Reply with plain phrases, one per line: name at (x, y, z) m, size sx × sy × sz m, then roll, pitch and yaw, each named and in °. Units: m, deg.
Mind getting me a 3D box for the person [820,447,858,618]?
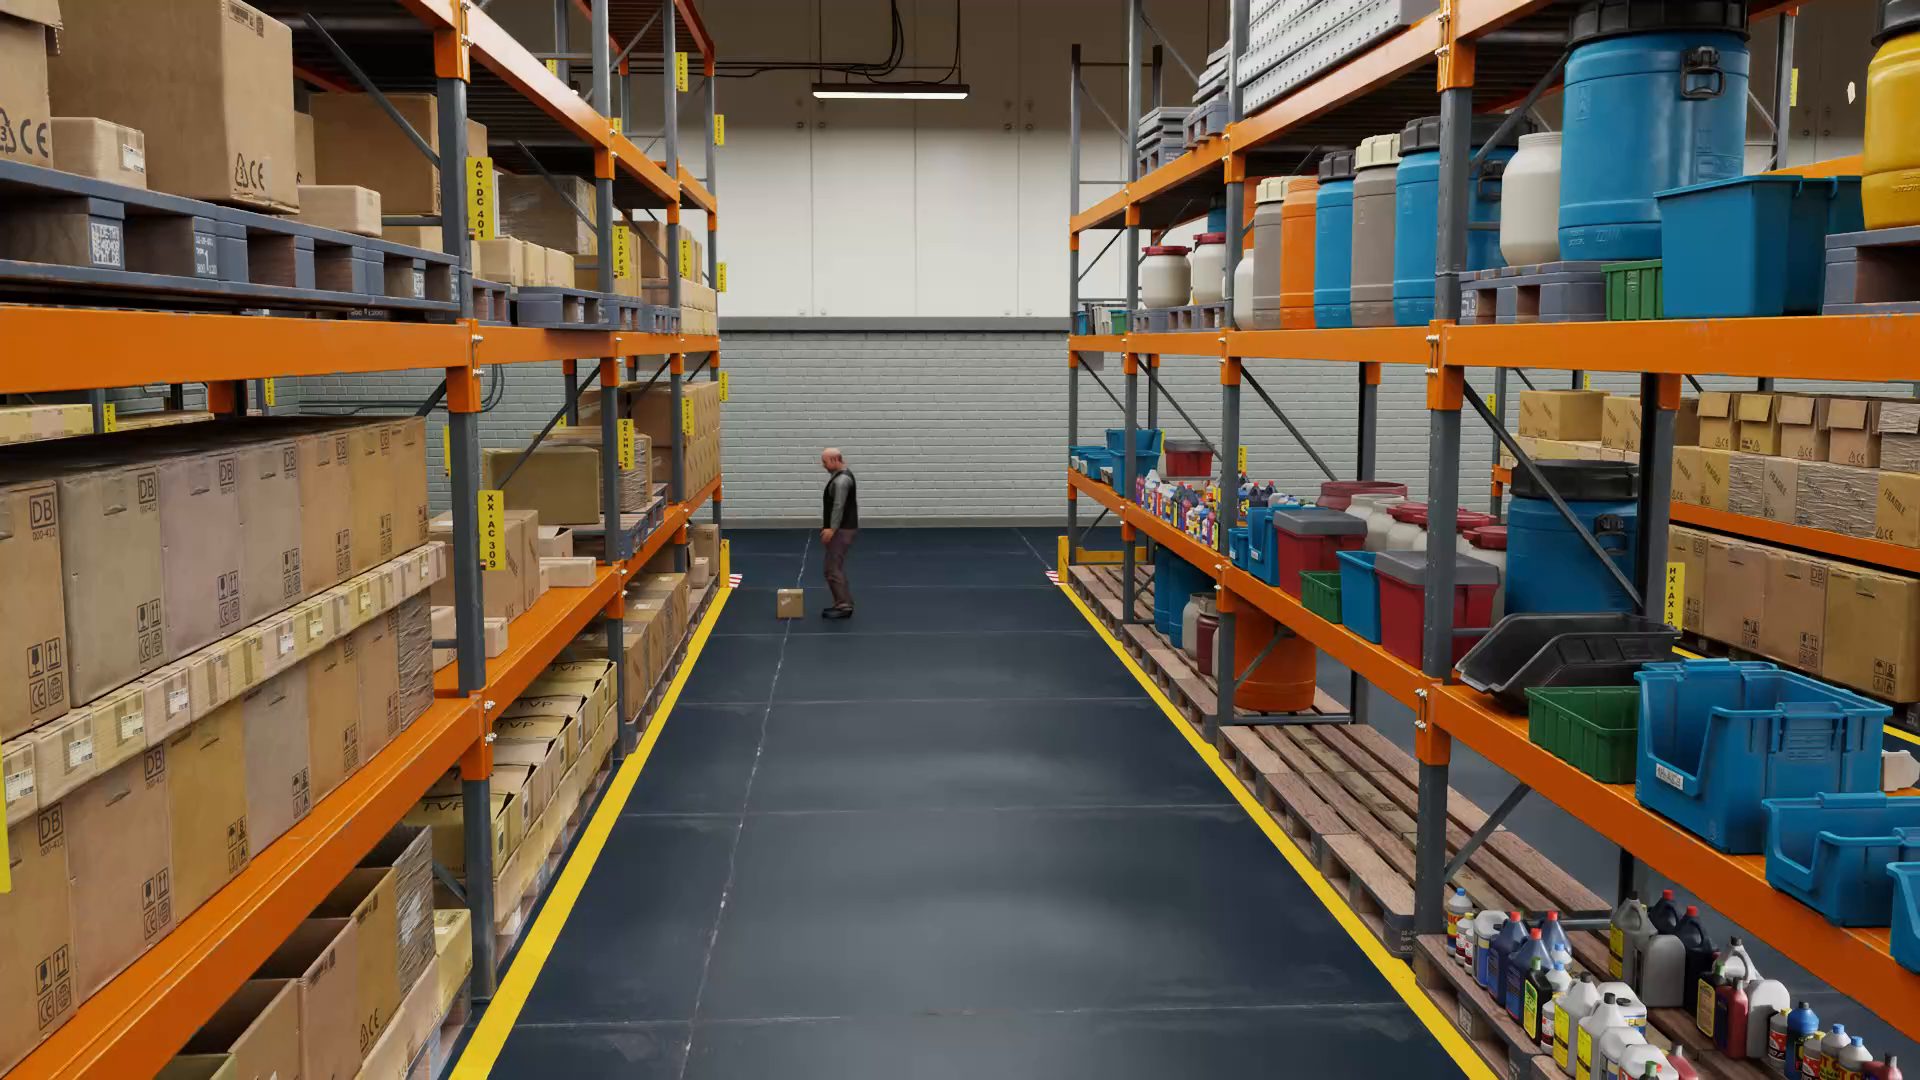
person at (-1.208, -0.078, 16.637) m, size 0.378 × 1.697 × 0.546 m, roll 0°, pitch 7°, yaw -2°
